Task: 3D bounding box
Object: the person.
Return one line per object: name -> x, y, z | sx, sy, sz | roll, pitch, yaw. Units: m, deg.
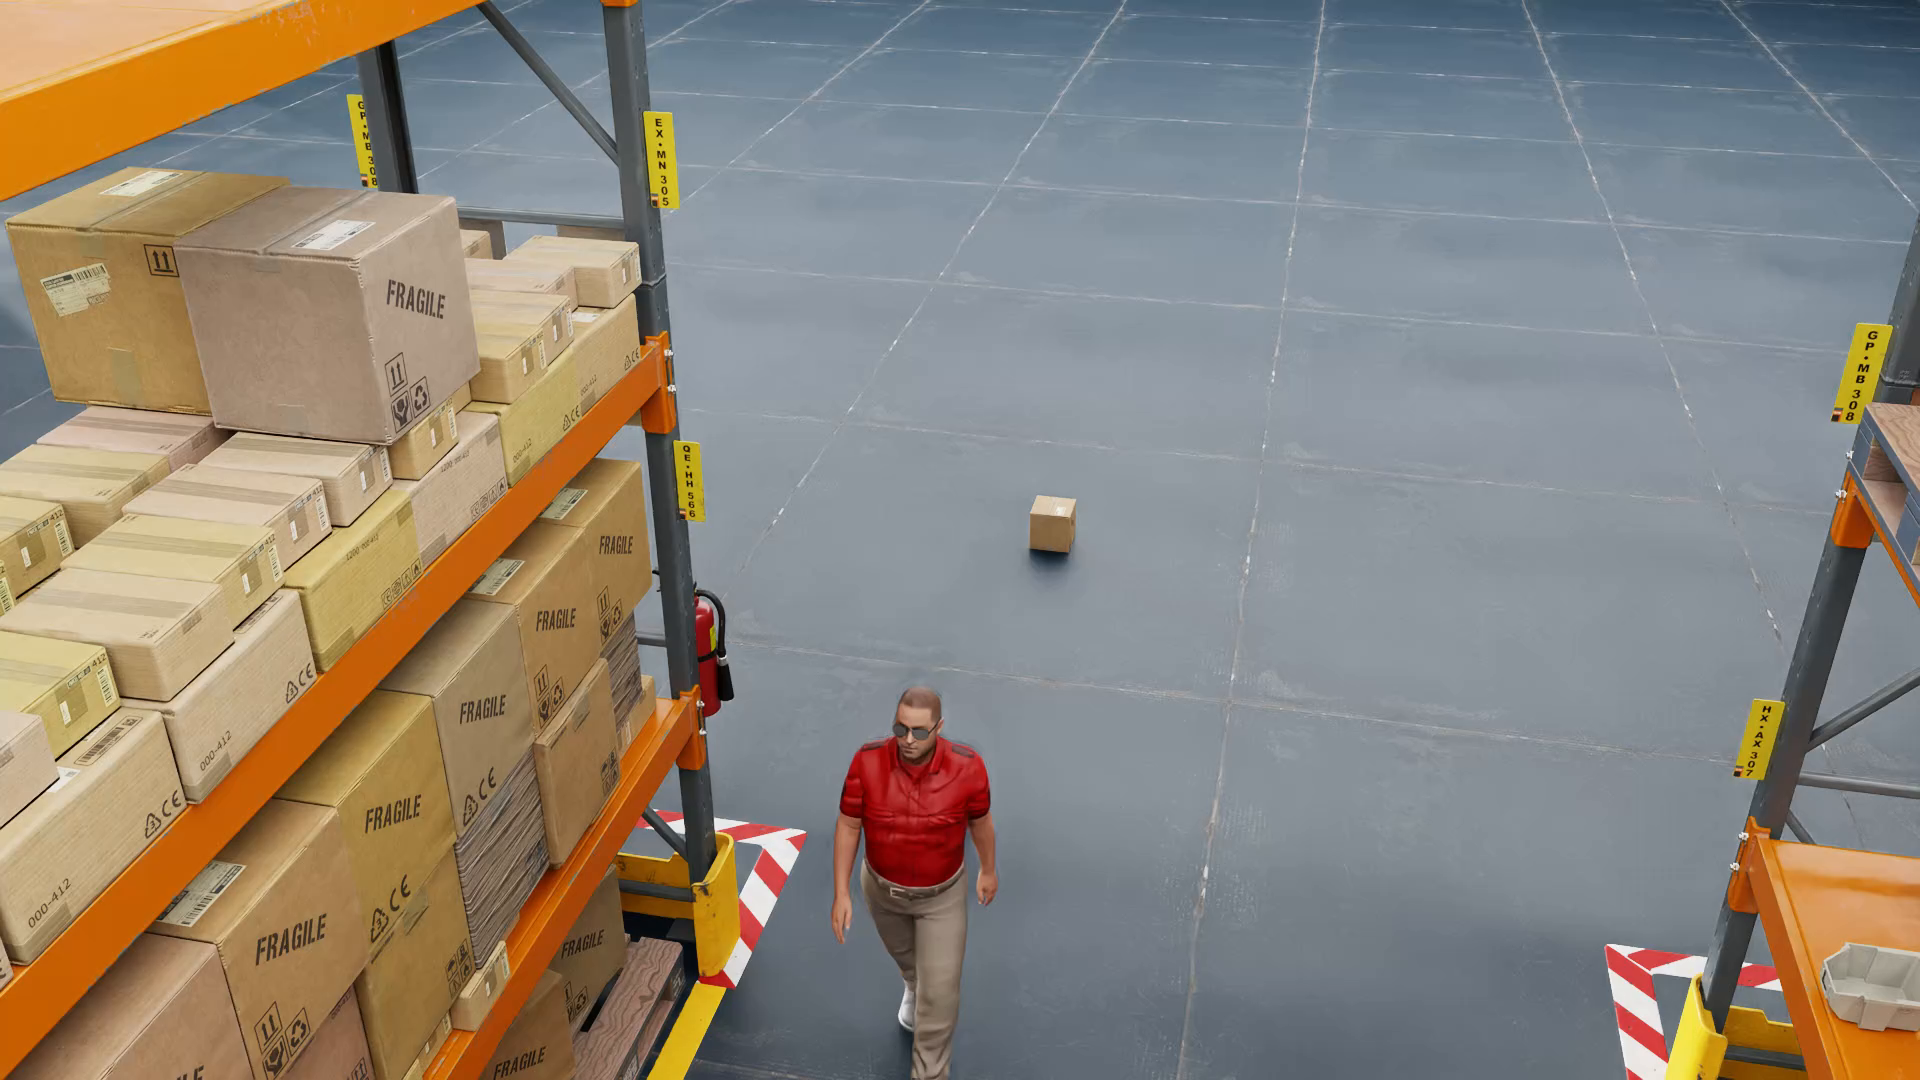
person -> -0.194, 1.335, 6.161 | 0.573, 1.679, 0.958 | 6, 29, 11
